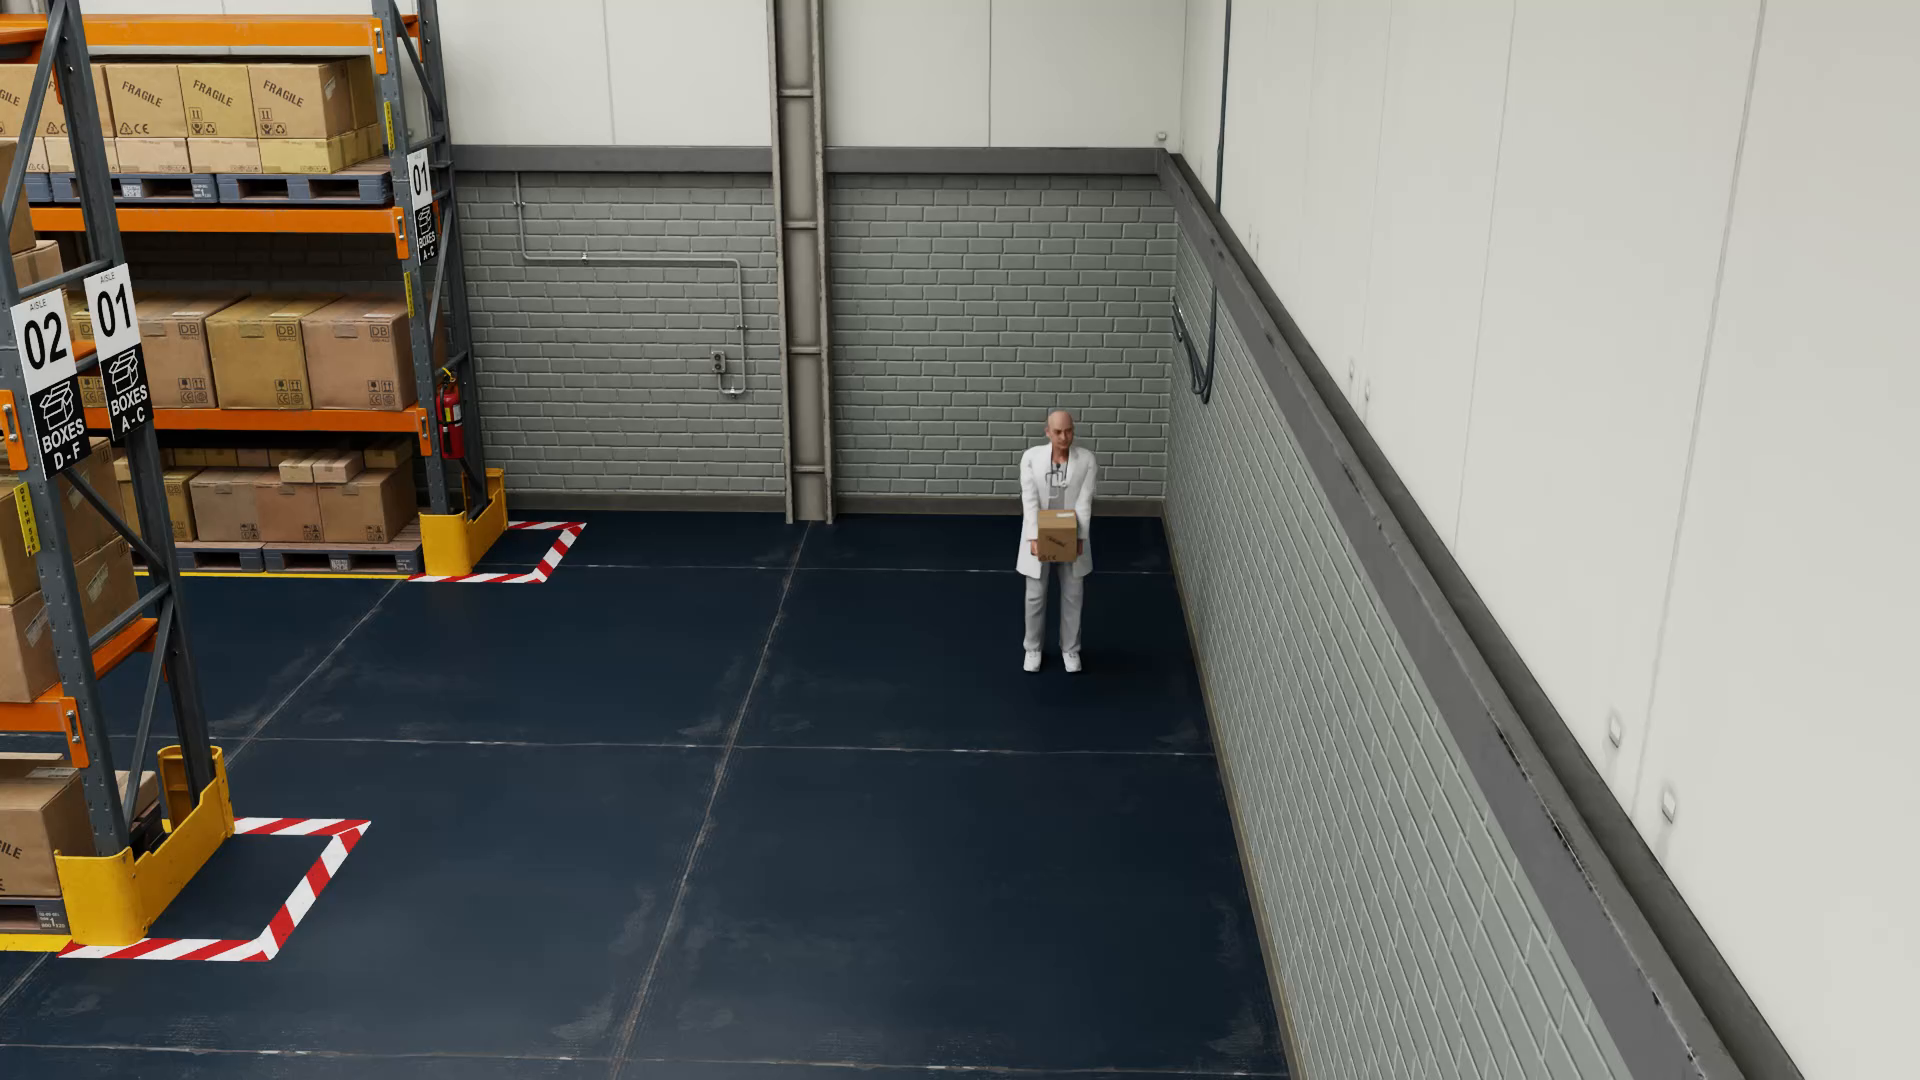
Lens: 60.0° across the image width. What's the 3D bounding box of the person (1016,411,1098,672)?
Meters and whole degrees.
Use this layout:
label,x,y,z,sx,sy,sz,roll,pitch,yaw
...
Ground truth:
label,x,y,z,sx,sy,sz,roll,pitch,yaw
person,0.638,0.039,11.000,0.528,1.780,0.560,0,20,1
